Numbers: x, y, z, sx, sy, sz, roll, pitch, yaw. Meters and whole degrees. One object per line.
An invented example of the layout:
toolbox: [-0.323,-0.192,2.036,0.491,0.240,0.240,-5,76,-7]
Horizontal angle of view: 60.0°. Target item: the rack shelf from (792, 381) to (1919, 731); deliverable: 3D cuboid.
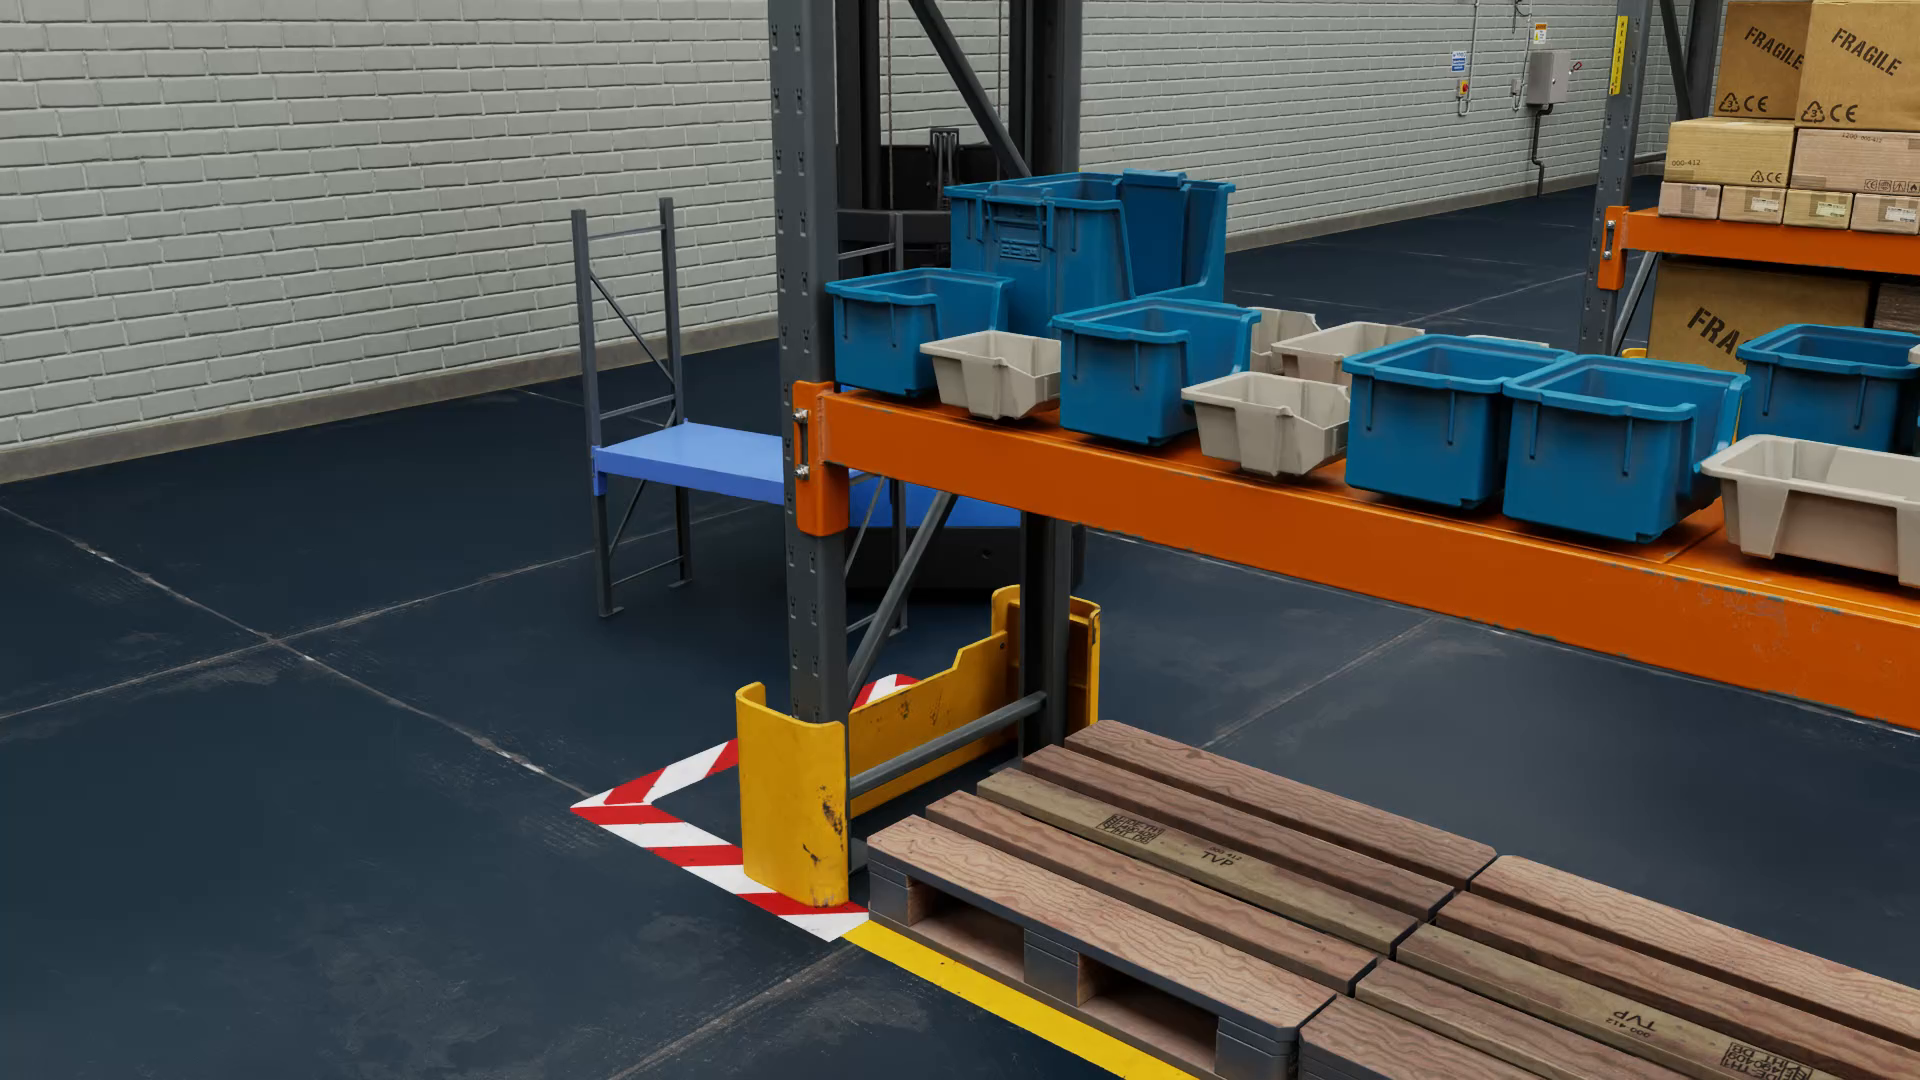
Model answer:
rack shelf: [1.442,0.087,3.069,4.000,0.370,1.077,15,23,39]

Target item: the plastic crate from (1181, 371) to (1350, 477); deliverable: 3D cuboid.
plastic crate: [0.605,-0.217,3.174,0.298,0.136,0.250,15,23,39]

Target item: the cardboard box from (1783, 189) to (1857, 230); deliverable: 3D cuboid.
cardboard box: [3.665,-1.410,7.011,0.250,0.149,0.380,14,23,38]

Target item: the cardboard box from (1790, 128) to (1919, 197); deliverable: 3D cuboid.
cardboard box: [3.807,-1.588,6.914,0.500,0.250,0.500,15,23,39]

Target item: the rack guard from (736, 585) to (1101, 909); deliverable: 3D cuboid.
rack guard: [-0.081,0.532,4.609,0.348,0.500,1.175,15,23,39]

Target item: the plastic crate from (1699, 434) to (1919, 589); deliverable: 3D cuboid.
plastic crate: [1.436,-0.039,2.613,0.466,0.136,0.293,15,23,39]

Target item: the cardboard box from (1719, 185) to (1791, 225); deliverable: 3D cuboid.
cardboard box: [3.473,-1.461,7.173,0.250,0.149,0.380,15,23,38]

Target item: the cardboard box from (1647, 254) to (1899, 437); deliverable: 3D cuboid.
cardboard box: [3.765,-0.855,7.666,0.875,0.875,0.875,15,23,39]

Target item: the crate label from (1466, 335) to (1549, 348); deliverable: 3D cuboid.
crate label: [1.108,-0.326,3.517,0.243,0.136,0.396,15,23,39]

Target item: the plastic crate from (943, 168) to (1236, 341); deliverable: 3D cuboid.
plastic crate: [0.320,-0.678,4.132,0.499,0.435,0.616,15,23,39]

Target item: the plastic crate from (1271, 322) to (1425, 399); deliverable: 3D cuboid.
plastic crate: [0.883,-0.376,3.676,0.243,0.136,0.396,15,23,39]

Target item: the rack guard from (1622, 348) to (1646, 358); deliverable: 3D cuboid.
rack guard: [3.216,-0.592,8.149,0.348,0.500,1.175,15,23,39]

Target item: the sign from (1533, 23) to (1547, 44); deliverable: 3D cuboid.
sign: [6.891,-6.016,19.744,0.001,0.242,0.339,15,23,39]

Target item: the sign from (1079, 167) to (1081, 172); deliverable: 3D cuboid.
sign: [0.299,-0.863,4.603,0.005,0.325,0.100,15,23,39]

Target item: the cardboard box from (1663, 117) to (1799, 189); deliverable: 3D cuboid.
cardboard box: [3.413,-1.691,7.238,0.500,0.250,0.500,14,23,38]

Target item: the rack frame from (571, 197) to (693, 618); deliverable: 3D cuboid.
rack frame: [-1.204,-0.489,6.174,0.032,1.500,0.500,11,20,30]

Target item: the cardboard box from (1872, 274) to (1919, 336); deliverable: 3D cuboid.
cardboard box: [4.446,-0.673,7.090,0.875,0.875,0.875,15,23,39]

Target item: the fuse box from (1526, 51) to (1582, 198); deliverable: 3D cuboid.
fuse box: [7.082,-4.979,19.972,0.414,1.711,0.539,15,23,39]

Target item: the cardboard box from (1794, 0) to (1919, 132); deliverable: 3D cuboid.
cardboard box: [3.787,-1.948,6.808,0.500,0.500,0.500,14,23,38]

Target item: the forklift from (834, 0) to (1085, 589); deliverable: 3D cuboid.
forklift: [-0.070,-1.603,7.319,1.130,2.935,3.031,0,18,-1]

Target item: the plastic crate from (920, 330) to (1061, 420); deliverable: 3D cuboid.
plastic crate: [0.097,-0.353,3.603,0.298,0.136,0.250,15,23,39]

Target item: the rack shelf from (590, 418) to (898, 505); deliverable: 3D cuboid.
rack shelf: [-0.770,-0.237,5.975,1.000,0.185,0.538,11,20,30]

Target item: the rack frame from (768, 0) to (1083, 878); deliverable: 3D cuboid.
rack frame: [-0.054,-0.658,4.225,0.127,3.000,1.000,15,23,39]

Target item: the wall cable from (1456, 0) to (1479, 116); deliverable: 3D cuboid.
wall cable: [5.579,-5.646,18.213,0.123,1.953,0.585,15,23,39]

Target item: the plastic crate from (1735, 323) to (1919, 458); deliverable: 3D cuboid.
plastic crate: [1.652,-0.252,3.125,0.300,0.233,0.416,15,23,39]

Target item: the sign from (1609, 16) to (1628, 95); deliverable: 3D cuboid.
sign: [2.861,-2.104,7.221,0.005,0.325,0.100,15,23,39]

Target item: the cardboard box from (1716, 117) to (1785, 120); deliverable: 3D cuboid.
cardboard box: [3.772,-1.811,7.616,0.500,0.250,0.500,15,23,38]

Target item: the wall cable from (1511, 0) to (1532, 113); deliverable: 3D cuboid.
wall cable: [6.511,-5.955,19.237,0.122,1.984,0.588,15,23,39]

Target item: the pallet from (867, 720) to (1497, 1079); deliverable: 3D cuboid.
pallet: [0.537,0.846,4.098,1.213,0.211,1.003,15,23,39]

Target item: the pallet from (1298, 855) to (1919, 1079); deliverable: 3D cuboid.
pallet: [1.445,1.091,3.326,1.213,0.211,1.003,15,23,39]

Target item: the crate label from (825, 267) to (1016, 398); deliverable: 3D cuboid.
crate label: [-0.088,-0.482,3.851,0.303,0.233,0.416,15,23,39]

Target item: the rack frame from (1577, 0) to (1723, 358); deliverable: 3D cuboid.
rack frame: [3.234,-1.778,7.756,0.127,3.000,1.000,15,23,39]

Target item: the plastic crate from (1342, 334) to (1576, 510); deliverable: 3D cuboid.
plastic crate: [0.897,-0.218,3.018,0.300,0.233,0.416,15,23,39]

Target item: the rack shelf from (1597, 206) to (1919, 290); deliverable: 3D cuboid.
rack shelf: [4.730,-1.034,6.600,4.000,0.370,1.077,15,23,39]

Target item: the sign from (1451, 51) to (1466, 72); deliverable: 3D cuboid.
sign: [5.501,-5.277,18.335,0.001,0.218,0.327,15,23,39]

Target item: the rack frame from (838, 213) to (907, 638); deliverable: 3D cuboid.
rack frame: [-0.337,-0.329,5.668,0.032,1.500,0.500,11,20,30]

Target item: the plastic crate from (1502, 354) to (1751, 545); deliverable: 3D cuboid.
plastic crate: [1.121,-0.158,2.828,0.300,0.233,0.416,15,23,39]

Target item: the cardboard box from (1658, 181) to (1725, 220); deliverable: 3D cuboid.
cardboard box: [3.280,-1.513,7.334,0.250,0.149,0.380,15,23,40]

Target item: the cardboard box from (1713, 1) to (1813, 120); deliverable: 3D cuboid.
cardboard box: [3.773,-2.168,7.500,0.500,0.500,0.500,15,23,40]

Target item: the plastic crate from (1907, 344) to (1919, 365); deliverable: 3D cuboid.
plastic crate: [1.918,-0.175,2.801,0.530,0.282,0.437,15,23,39]

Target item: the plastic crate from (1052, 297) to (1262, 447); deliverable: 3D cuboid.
plastic crate: [0.405,-0.350,3.434,0.300,0.233,0.416,15,23,39]

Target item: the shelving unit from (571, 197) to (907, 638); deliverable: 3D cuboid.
shelving unit: [-0.770,-0.409,5.921,1.048,1.500,0.538,11,20,30]

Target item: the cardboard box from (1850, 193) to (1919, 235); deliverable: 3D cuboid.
cardboard box: [3.861,-1.358,6.847,0.250,0.149,0.380,15,23,38]

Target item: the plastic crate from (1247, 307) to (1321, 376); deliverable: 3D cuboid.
plastic crate: [0.676,-0.438,3.869,0.243,0.136,0.396,15,23,39]
